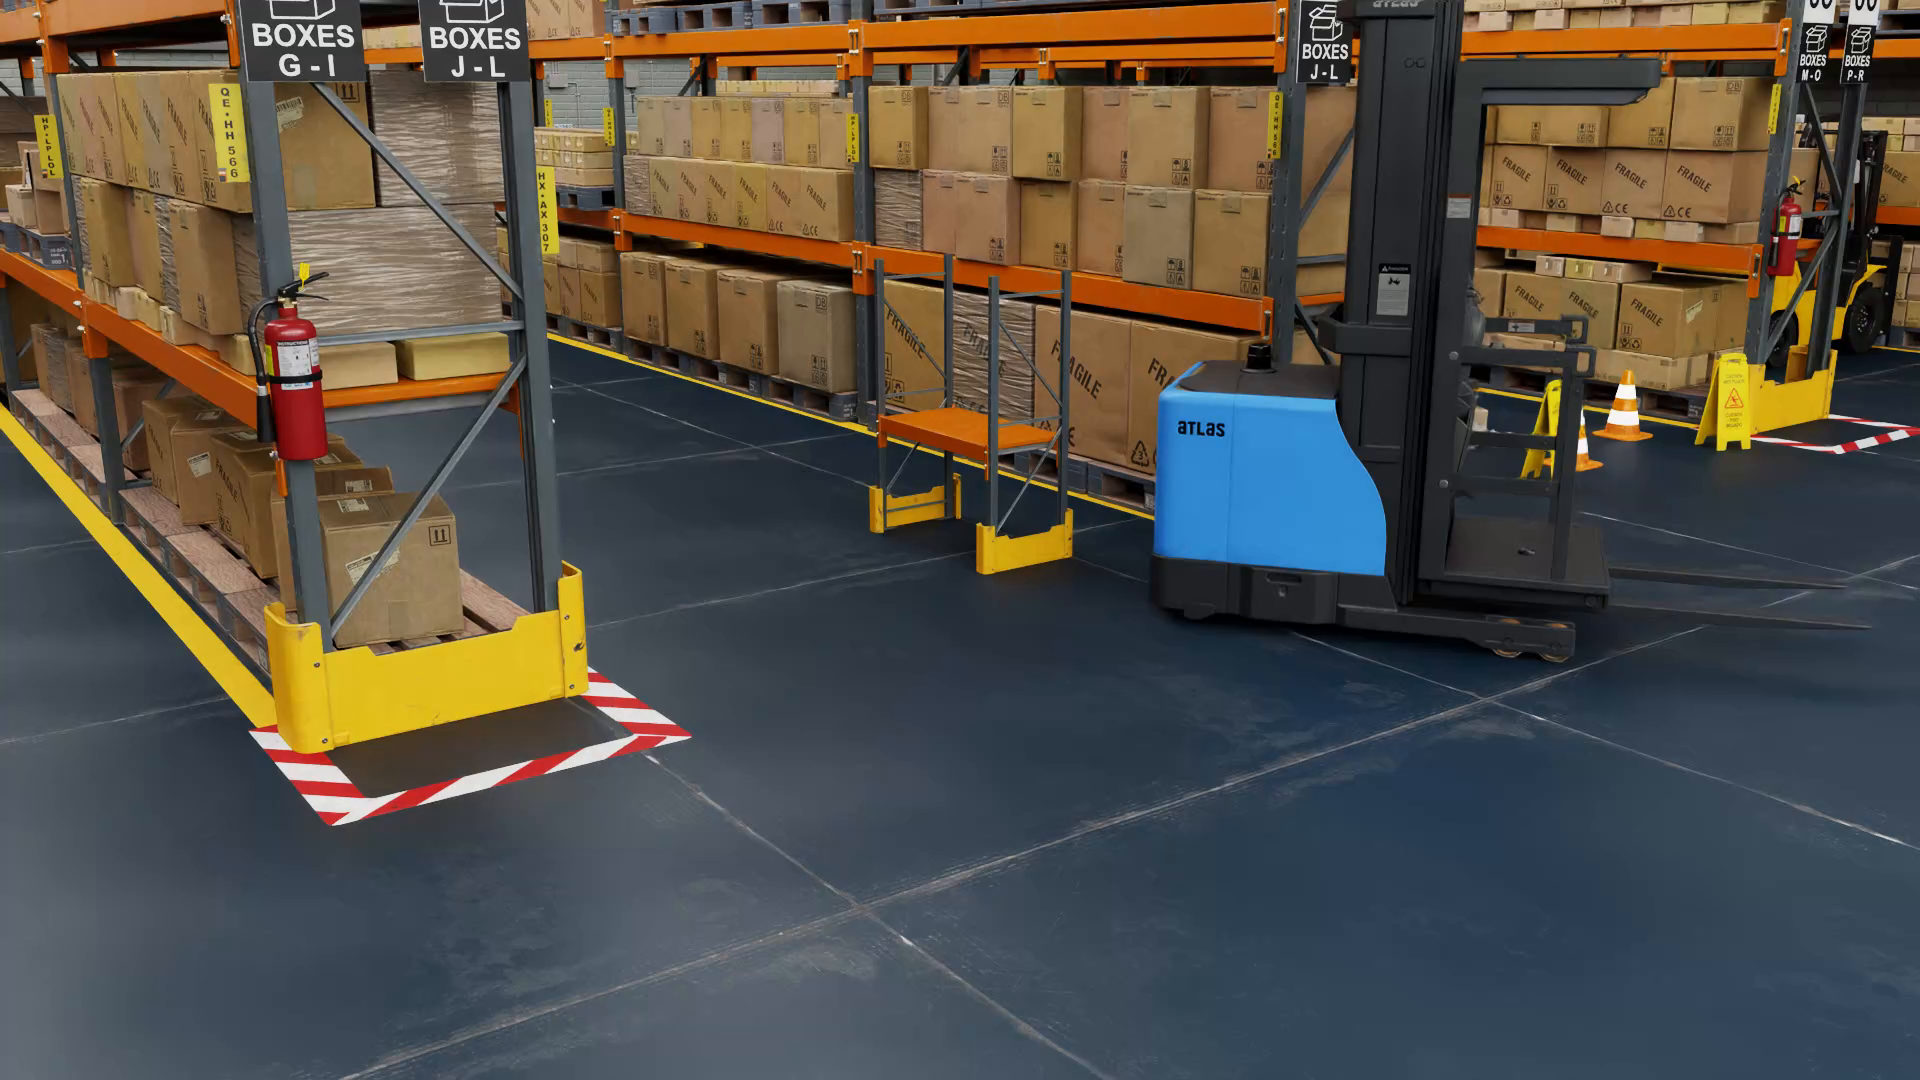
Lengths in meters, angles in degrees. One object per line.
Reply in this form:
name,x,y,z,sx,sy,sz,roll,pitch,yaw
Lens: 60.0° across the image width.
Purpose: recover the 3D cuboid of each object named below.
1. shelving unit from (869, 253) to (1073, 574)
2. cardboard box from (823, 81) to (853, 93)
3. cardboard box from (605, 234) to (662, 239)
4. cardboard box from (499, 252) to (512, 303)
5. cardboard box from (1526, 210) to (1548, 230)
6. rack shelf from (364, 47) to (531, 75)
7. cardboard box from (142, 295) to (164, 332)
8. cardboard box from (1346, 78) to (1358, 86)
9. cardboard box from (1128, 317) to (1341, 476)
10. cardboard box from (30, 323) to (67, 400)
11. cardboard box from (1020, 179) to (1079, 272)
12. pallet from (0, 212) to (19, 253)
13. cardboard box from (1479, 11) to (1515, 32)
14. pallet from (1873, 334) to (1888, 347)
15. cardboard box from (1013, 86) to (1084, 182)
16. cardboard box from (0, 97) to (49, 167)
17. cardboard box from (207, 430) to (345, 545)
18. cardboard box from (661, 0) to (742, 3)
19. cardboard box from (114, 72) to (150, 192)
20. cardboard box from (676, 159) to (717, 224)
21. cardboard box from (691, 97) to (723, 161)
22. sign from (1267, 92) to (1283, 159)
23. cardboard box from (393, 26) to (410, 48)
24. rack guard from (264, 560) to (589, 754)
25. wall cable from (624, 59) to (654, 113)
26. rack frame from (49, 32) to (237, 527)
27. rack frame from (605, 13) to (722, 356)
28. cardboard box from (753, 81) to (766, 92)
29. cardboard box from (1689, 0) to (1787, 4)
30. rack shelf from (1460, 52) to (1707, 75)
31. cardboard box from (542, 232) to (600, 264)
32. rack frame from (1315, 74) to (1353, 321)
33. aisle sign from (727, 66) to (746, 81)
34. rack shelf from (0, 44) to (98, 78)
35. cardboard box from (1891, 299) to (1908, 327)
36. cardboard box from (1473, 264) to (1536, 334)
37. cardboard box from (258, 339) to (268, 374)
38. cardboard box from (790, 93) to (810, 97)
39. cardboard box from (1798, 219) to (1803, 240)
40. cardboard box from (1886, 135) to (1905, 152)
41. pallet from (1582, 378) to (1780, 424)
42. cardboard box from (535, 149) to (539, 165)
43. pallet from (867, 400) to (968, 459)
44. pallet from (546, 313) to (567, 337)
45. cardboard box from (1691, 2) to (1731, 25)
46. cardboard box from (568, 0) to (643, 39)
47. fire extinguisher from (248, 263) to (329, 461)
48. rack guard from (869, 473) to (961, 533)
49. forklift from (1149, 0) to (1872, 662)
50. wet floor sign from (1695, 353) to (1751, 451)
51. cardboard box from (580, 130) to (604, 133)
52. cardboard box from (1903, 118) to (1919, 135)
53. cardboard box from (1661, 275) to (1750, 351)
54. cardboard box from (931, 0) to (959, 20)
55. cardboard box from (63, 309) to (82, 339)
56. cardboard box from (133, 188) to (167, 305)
shelving unit,0.045,-0.707,8.819,0.587,1.500,1.083,-11,19,-35
cardboard box,-1.506,-5.717,20.970,0.380,0.149,0.250,-11,19,-36
cardboard box,-3.168,-2.865,16.381,0.500,0.250,0.500,-11,19,-35
cardboard box,-4.480,-2.753,17.391,0.500,0.500,0.500,-10,18,-32
cardboard box,4.712,-2.550,13.186,0.380,0.149,0.250,-11,19,-35
rack shelf,-6.188,-5.594,19.515,1.077,0.370,4.000,-11,19,-35
cardboard box,-3.604,-1.079,7.812,0.380,0.149,0.250,-11,19,-35
cardboard box,3.720,-3.695,14.249,0.700,0.500,0.500,-11,19,-35
cardboard box,1.592,-0.817,9.610,0.875,0.875,0.875,-11,19,-34
cardboard box,-6.321,-1.332,12.161,0.700,0.500,0.500,-12,19,-37
cardboard box,0.875,-2.009,10.452,0.875,0.550,0.500,-11,19,-35
pallet,-6.226,-2.237,11.930,1.213,0.211,1.003,-11,19,-35
cardboard box,4.308,-4.081,13.099,0.380,0.149,0.250,-11,19,-36
pallet,8.804,-2.138,16.489,1.003,0.211,1.213,-11,19,-35
cardboard box,0.823,-2.520,10.273,0.875,0.550,0.500,-11,19,-35
cardboard box,-7.148,-3.156,12.834,0.797,0.503,0.637,-10,18,-33
cardboard box,-3.405,-0.275,8.337,0.500,0.500,0.500,-13,20,-39
cardboard box,-2.118,-4.543,13.609,0.500,0.250,0.500,-10,18,-33
cardboard box,-3.429,-1.831,7.437,0.500,0.500,0.500,-11,19,-35
cardboard box,-2.017,-2.908,13.829,0.500,0.500,0.500,-11,19,-35
cardboard box,-1.802,-3.429,13.841,0.700,0.500,0.500,-11,19,-35
sign,1.597,-2.097,8.412,0.100,0.325,0.005,-11,19,-35
cardboard box,-6.102,-5.722,18.901,0.500,0.250,0.500,-11,19,-35
rack guard,-2.072,0.433,6.548,1.175,0.500,0.348,-11,19,-35
wall cable,-5.613,-7.625,29.327,0.588,1.984,0.122,-11,19,-35
rack frame,-4.380,-1.611,9.280,1.000,3.000,0.127,-11,19,-35
rack frame,-2.660,-3.213,15.134,1.000,3.000,0.127,-11,19,-35
cardboard box,-2.557,-6.098,22.363,0.380,0.149,0.250,-11,19,-36
cardboard box,5.469,-3.880,11.610,0.500,0.250,0.500,-11,19,-35
rack shelf,6.473,-5.447,18.977,1.077,0.370,4.000,-11,19,-35
cardboard box,-3.866,-2.894,16.488,0.500,0.250,0.500,-10,18,-33
rack frame,3.636,-3.149,14.900,1.000,3.000,0.127,-11,19,-35
aisle sign,-3.211,-7.029,24.151,0.394,0.787,0.004,-11,19,-35
rack shelf,-7.907,-3.992,13.660,1.077,0.370,4.000,-11,19,-35
cardboard box,8.898,-2.210,15.881,0.500,0.250,0.500,-11,19,-34
cardboard box,4.393,-1.996,13.678,0.500,0.500,0.500,-10,18,-32
cardboard box,-2.509,-0.718,6.493,0.380,0.149,0.250,-11,19,-35
cardboard box,-1.860,-5.555,21.608,0.500,0.500,0.500,-11,19,-35
cardboard box,5.956,-2.278,12.195,0.380,0.149,0.250,-11,19,-34
cardboard box,8.797,-3.728,15.597,0.380,0.149,0.250,-11,19,-34
pallet,5.494,-1.145,12.860,1.003,0.211,1.213,-11,19,-35
cardboard box,-3.925,-3.693,16.002,0.380,0.149,0.250,-11,19,-35
pallet,0.076,-0.840,11.744,1.003,0.211,1.213,-11,19,-35
pallet,-3.832,-2.296,17.064,1.003,0.211,1.213,-11,19,-35
cardboard box,5.379,-3.701,11.711,0.380,0.149,0.250,-11,19,-34
cardboard box,-3.201,-4.791,15.027,0.500,0.500,0.500,-11,19,-35
fire extinguisher,-2.333,-0.623,5.818,0.296,0.674,0.183,-11,19,-35
rack guard,-0.248,-0.211,9.372,0.587,0.250,0.087,-11,19,-35
forklift,2.456,-1.045,7.342,3.031,2.935,1.130,5,16,18
wet floor sign,5.234,-0.953,11.335,0.267,0.644,0.232,-4,16,-15
cardboard box,-3.549,-3.991,16.529,0.380,0.149,0.250,-10,18,-33
cardboard box,8.945,-3.817,15.359,0.380,0.149,0.250,-10,18,-33
cardboard box,5.723,-1.753,12.792,0.500,0.500,0.500,-12,19,-36
cardboard box,0.014,-6.032,18.767,0.500,0.500,0.500,-11,19,-34
cardboard box,-5.993,-1.583,11.660,0.500,0.250,0.500,-8,17,-28
cardboard box,-3.264,-1.380,7.685,0.875,0.500,0.500,-11,19,-35
